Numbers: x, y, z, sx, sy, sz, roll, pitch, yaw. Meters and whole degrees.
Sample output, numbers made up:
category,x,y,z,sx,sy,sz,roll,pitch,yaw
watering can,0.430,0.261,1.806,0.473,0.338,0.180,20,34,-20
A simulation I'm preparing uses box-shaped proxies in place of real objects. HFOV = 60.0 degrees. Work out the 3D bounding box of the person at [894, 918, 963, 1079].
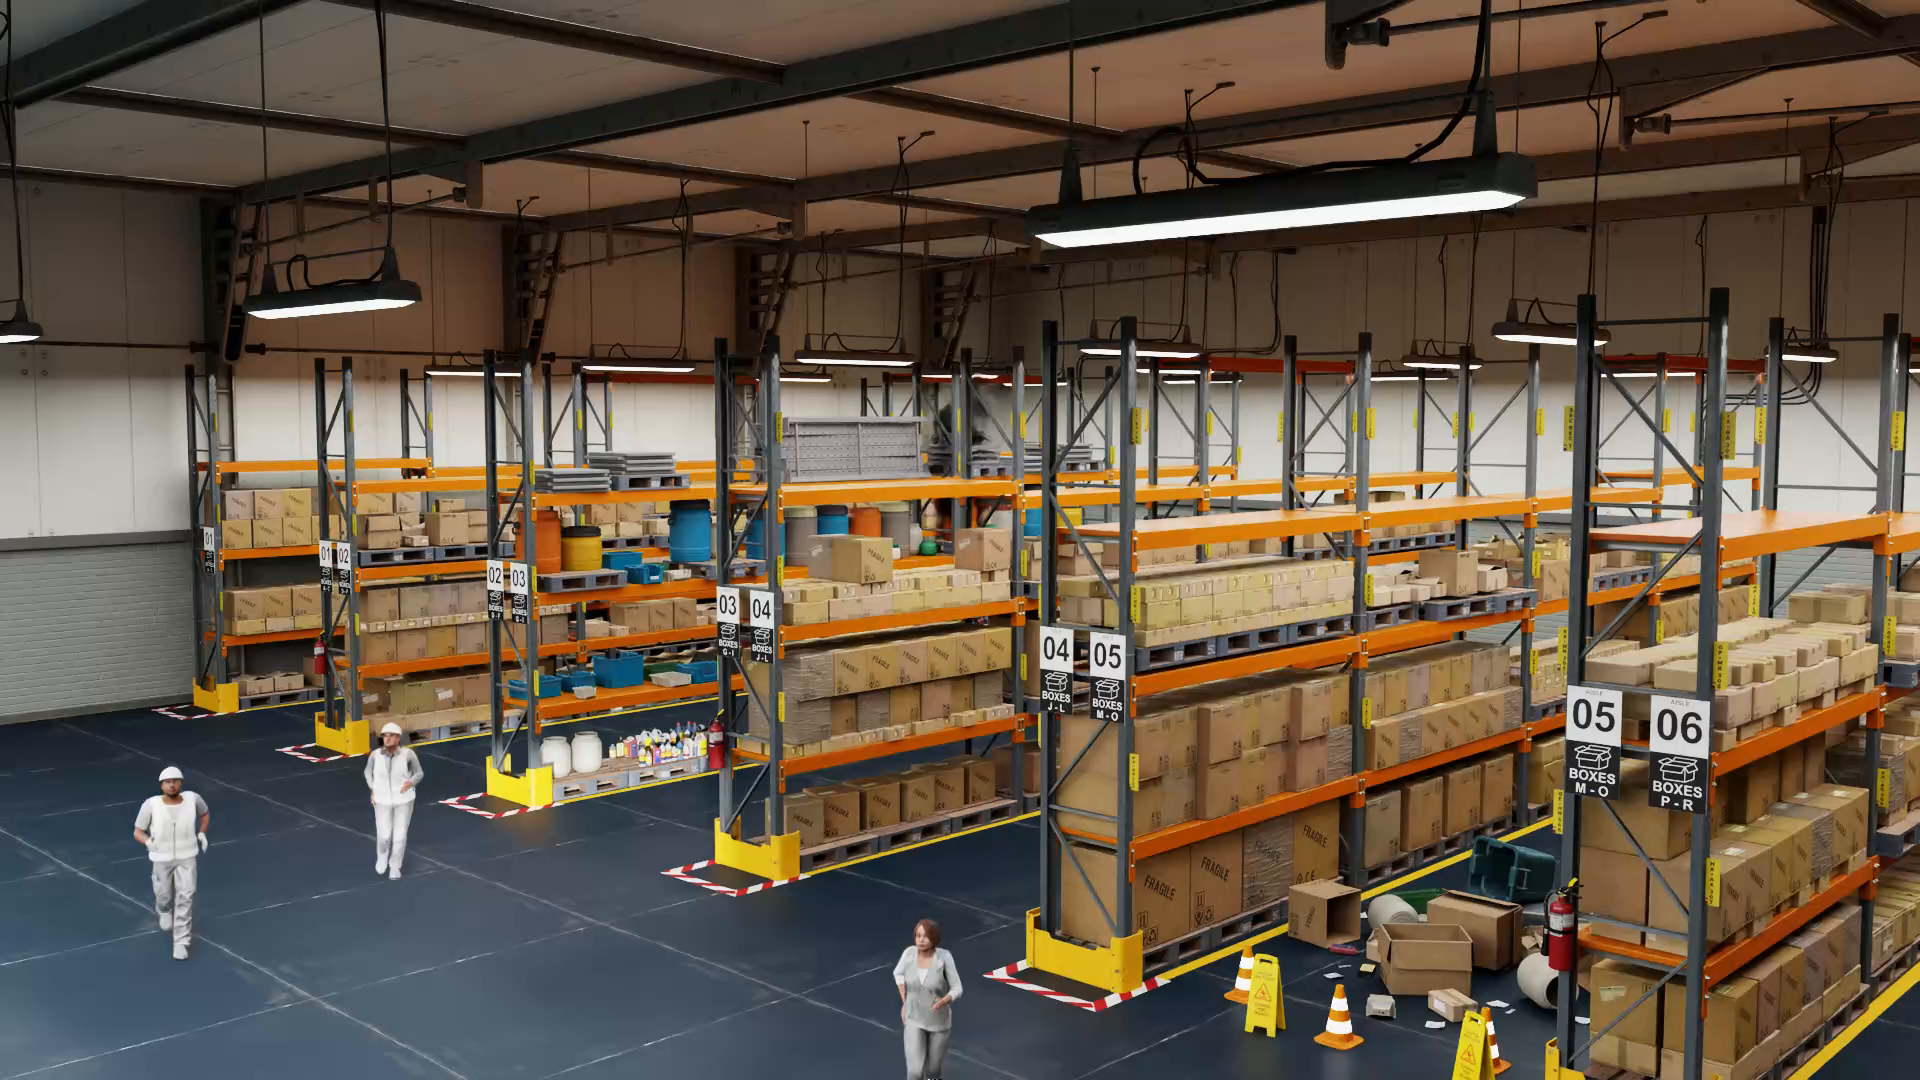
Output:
category,x,y,z,sx,sy,sz,roll,pitch,yaw
person,-0.234,3.470,11.817,0.510,1.591,0.638,0,4,3

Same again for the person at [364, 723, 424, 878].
category,x,y,z,sx,sy,sz,roll,pitch,yaw
person,-6.253,2.888,18.359,0.645,1.740,0.584,-1,5,-14

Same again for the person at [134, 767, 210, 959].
category,x,y,z,sx,sy,sz,roll,pitch,yaw
person,-7.534,3.049,15.947,0.682,1.768,0.940,-2,5,-29
